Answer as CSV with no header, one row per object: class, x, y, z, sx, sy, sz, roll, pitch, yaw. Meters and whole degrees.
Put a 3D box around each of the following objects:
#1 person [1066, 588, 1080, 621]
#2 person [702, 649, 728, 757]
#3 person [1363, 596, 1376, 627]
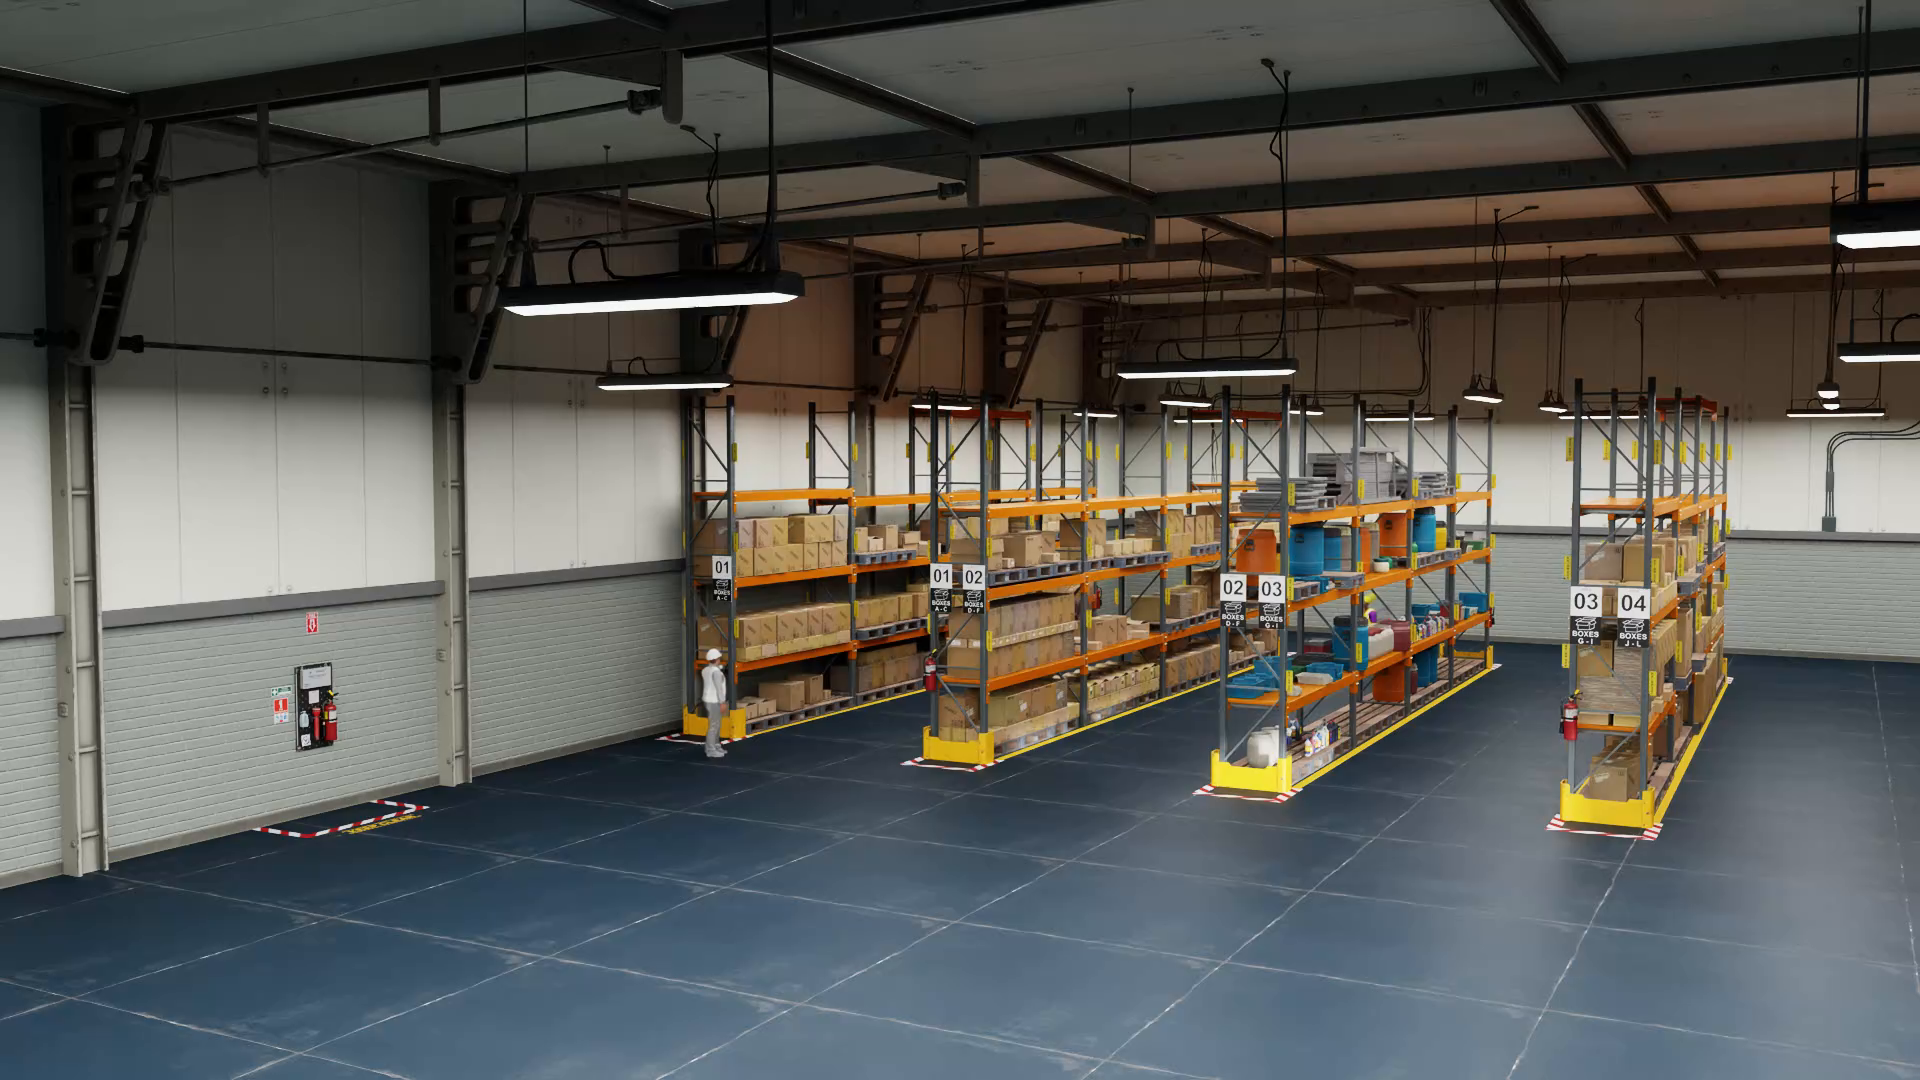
person,2.424,1.976,37.006,0.562,1.811,0.947,2,3,27
person,-4.002,2.688,27.406,0.470,1.799,0.617,-1,3,-20
person,9.220,2.145,37.806,0.510,1.718,1.058,1,3,26
